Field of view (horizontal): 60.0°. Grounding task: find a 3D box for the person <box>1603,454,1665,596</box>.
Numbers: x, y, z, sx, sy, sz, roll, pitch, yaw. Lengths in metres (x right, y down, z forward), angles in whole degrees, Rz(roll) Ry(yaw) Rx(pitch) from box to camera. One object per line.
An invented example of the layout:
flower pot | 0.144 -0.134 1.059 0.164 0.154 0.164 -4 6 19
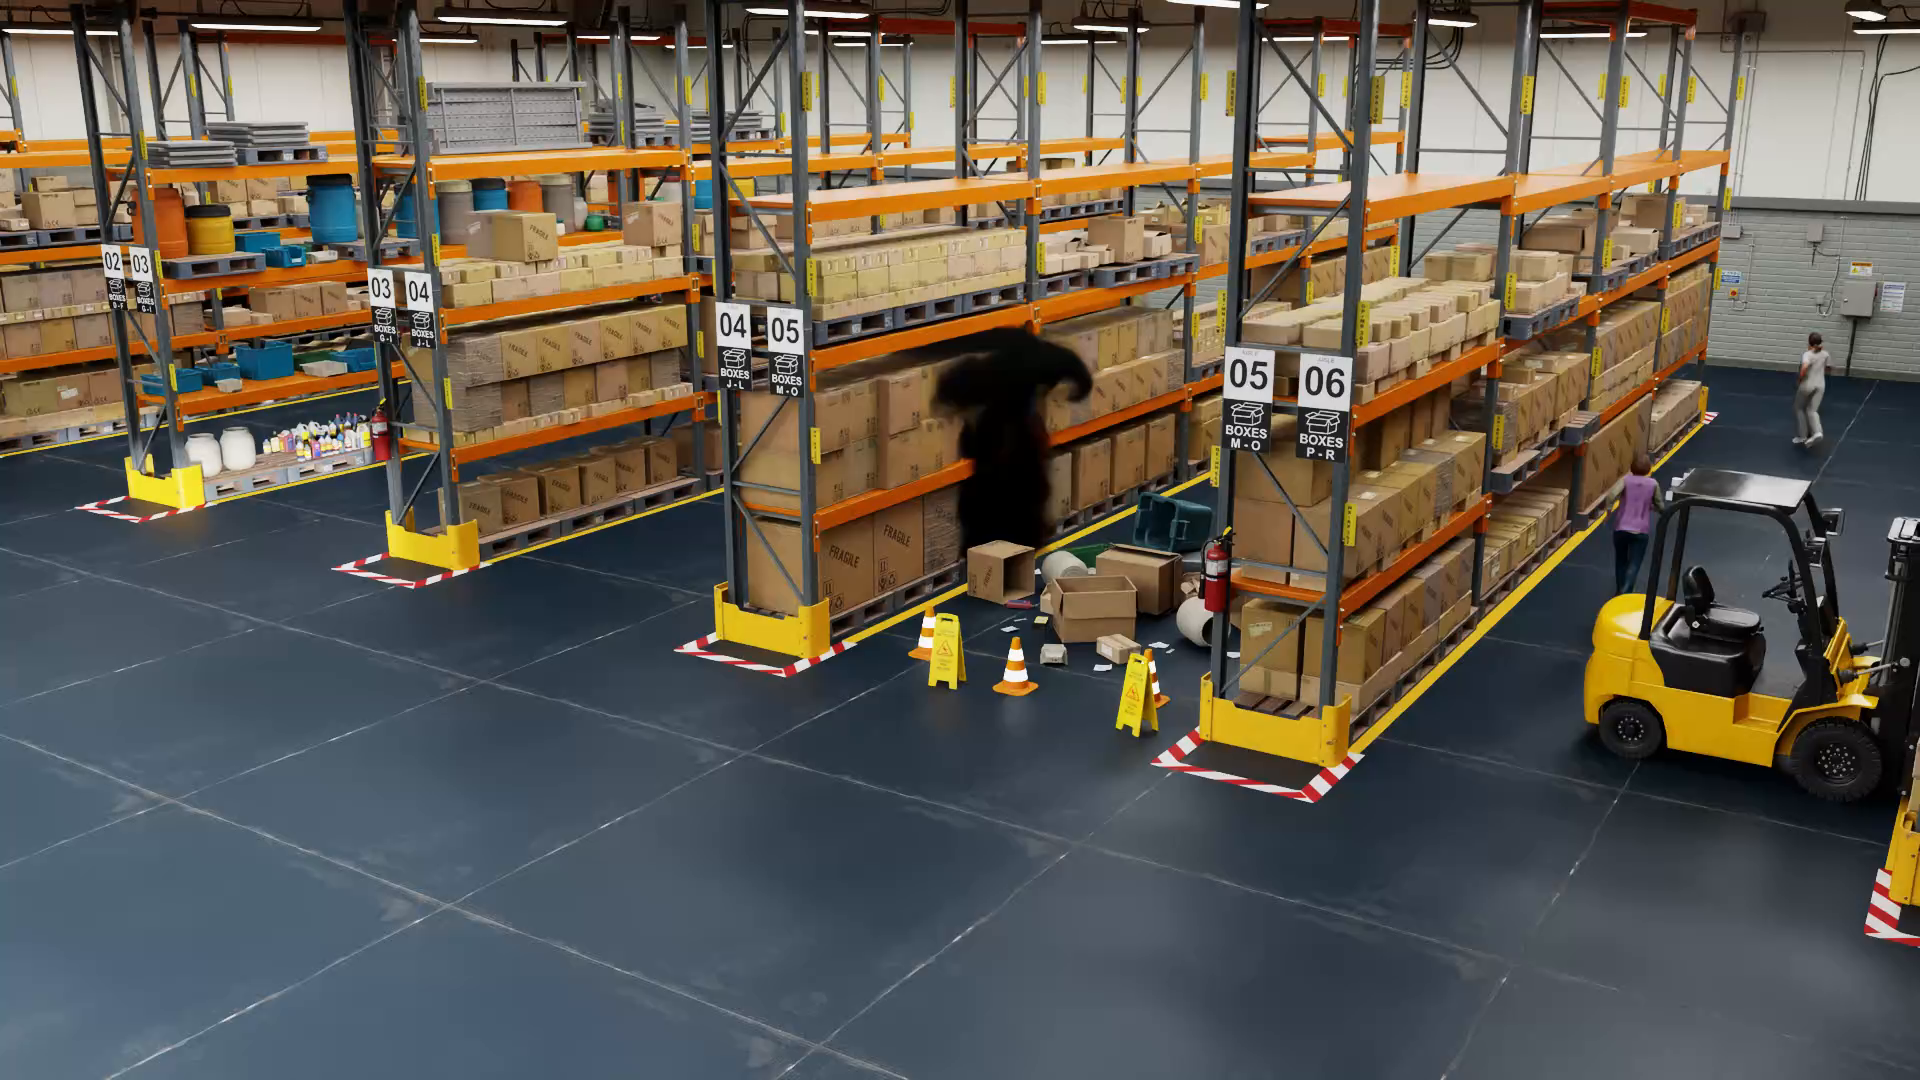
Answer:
person | 6.626 -0.052 16.417 0.545 1.572 0.923 8 17 27

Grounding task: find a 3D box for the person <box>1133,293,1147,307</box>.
person | 3.369 -4.525 32.283 0.593 1.664 0.962 -3 16 -11

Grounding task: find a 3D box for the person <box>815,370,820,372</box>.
person | -1.832 -1.347 19.911 0.618 1.861 0.827 8 17 26

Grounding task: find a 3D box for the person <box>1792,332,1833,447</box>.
person | 12.260 -2.133 23.839 0.551 1.649 0.864 0 16 0
